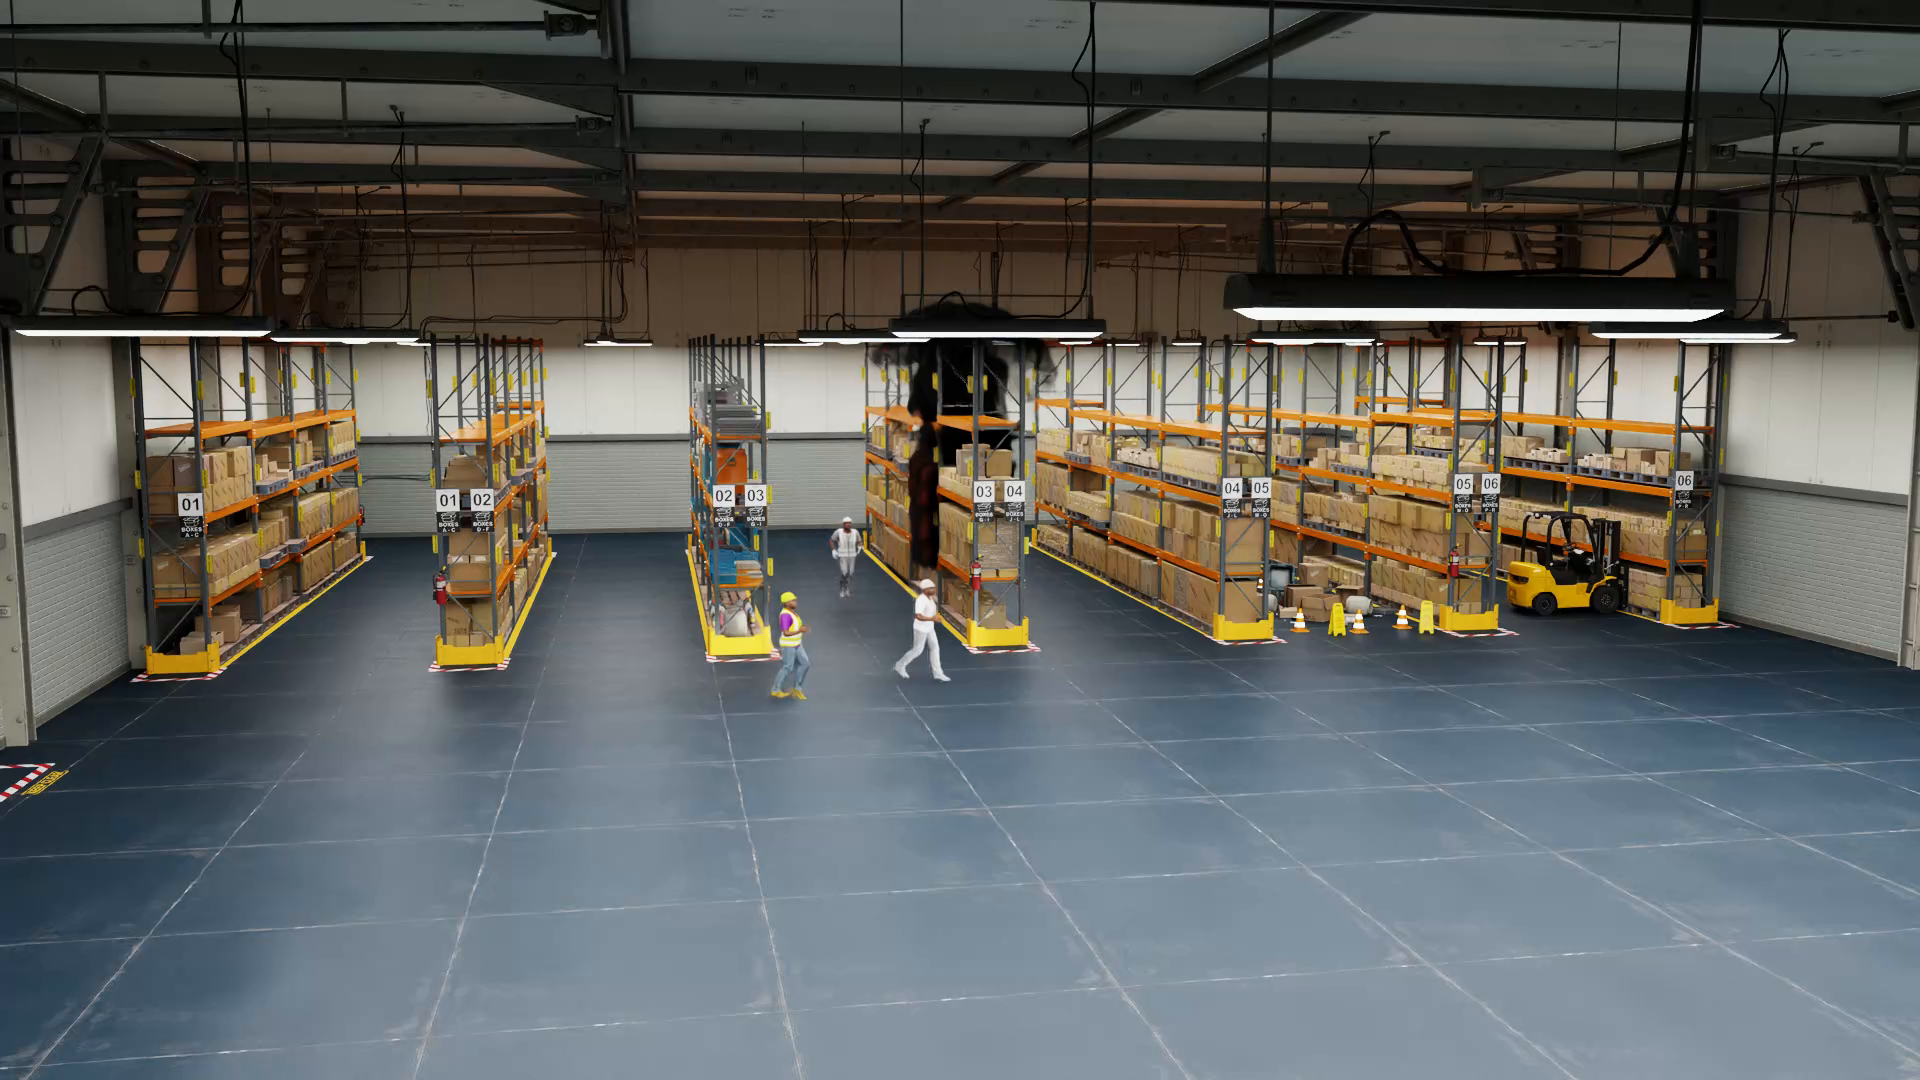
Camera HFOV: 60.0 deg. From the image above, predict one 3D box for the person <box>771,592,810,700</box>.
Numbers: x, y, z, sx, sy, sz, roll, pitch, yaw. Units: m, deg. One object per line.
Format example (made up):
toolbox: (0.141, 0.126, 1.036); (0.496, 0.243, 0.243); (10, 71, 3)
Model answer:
person: (-2.744, 1.749, 27.125); (0.710, 1.815, 0.676); (1, 7, 12)

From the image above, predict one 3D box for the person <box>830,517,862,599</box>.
person: (-2.457, 0.395, 36.499); (0.685, 1.802, 0.604); (-2, 7, -20)

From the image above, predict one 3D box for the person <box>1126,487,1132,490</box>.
person: (4.835, -0.578, 47.459); (0.688, 1.855, 0.780); (-2, 7, -20)

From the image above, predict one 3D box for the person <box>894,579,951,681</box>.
person: (-0.654, 1.551, 28.679); (0.980, 1.764, 0.663); (2, 7, 20)
